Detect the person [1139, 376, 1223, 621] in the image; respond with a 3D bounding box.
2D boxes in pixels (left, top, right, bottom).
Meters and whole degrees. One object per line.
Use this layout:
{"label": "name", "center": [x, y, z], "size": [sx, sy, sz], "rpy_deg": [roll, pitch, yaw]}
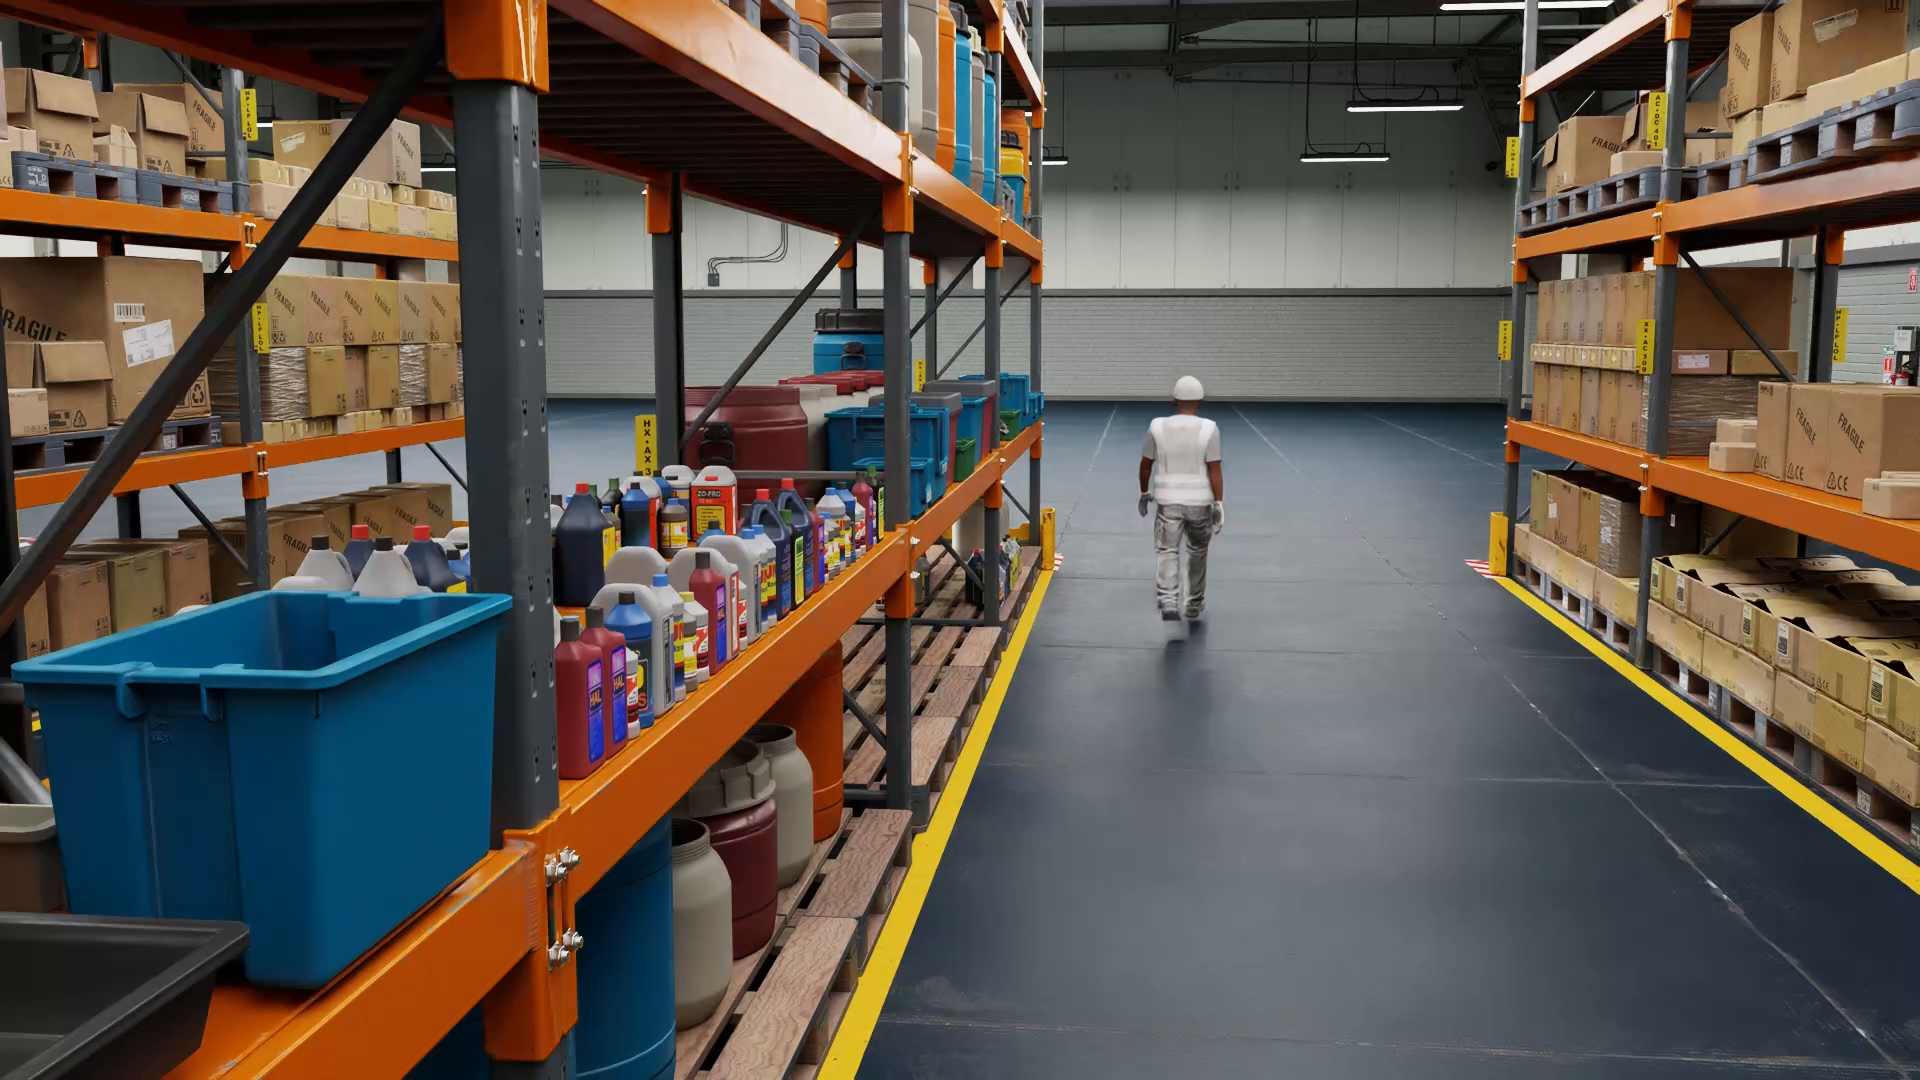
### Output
{"label": "person", "center": [1.542, -0.276, 11.620], "size": [0.606, 1.738, 1.062], "rpy_deg": [1, 7, 10]}
